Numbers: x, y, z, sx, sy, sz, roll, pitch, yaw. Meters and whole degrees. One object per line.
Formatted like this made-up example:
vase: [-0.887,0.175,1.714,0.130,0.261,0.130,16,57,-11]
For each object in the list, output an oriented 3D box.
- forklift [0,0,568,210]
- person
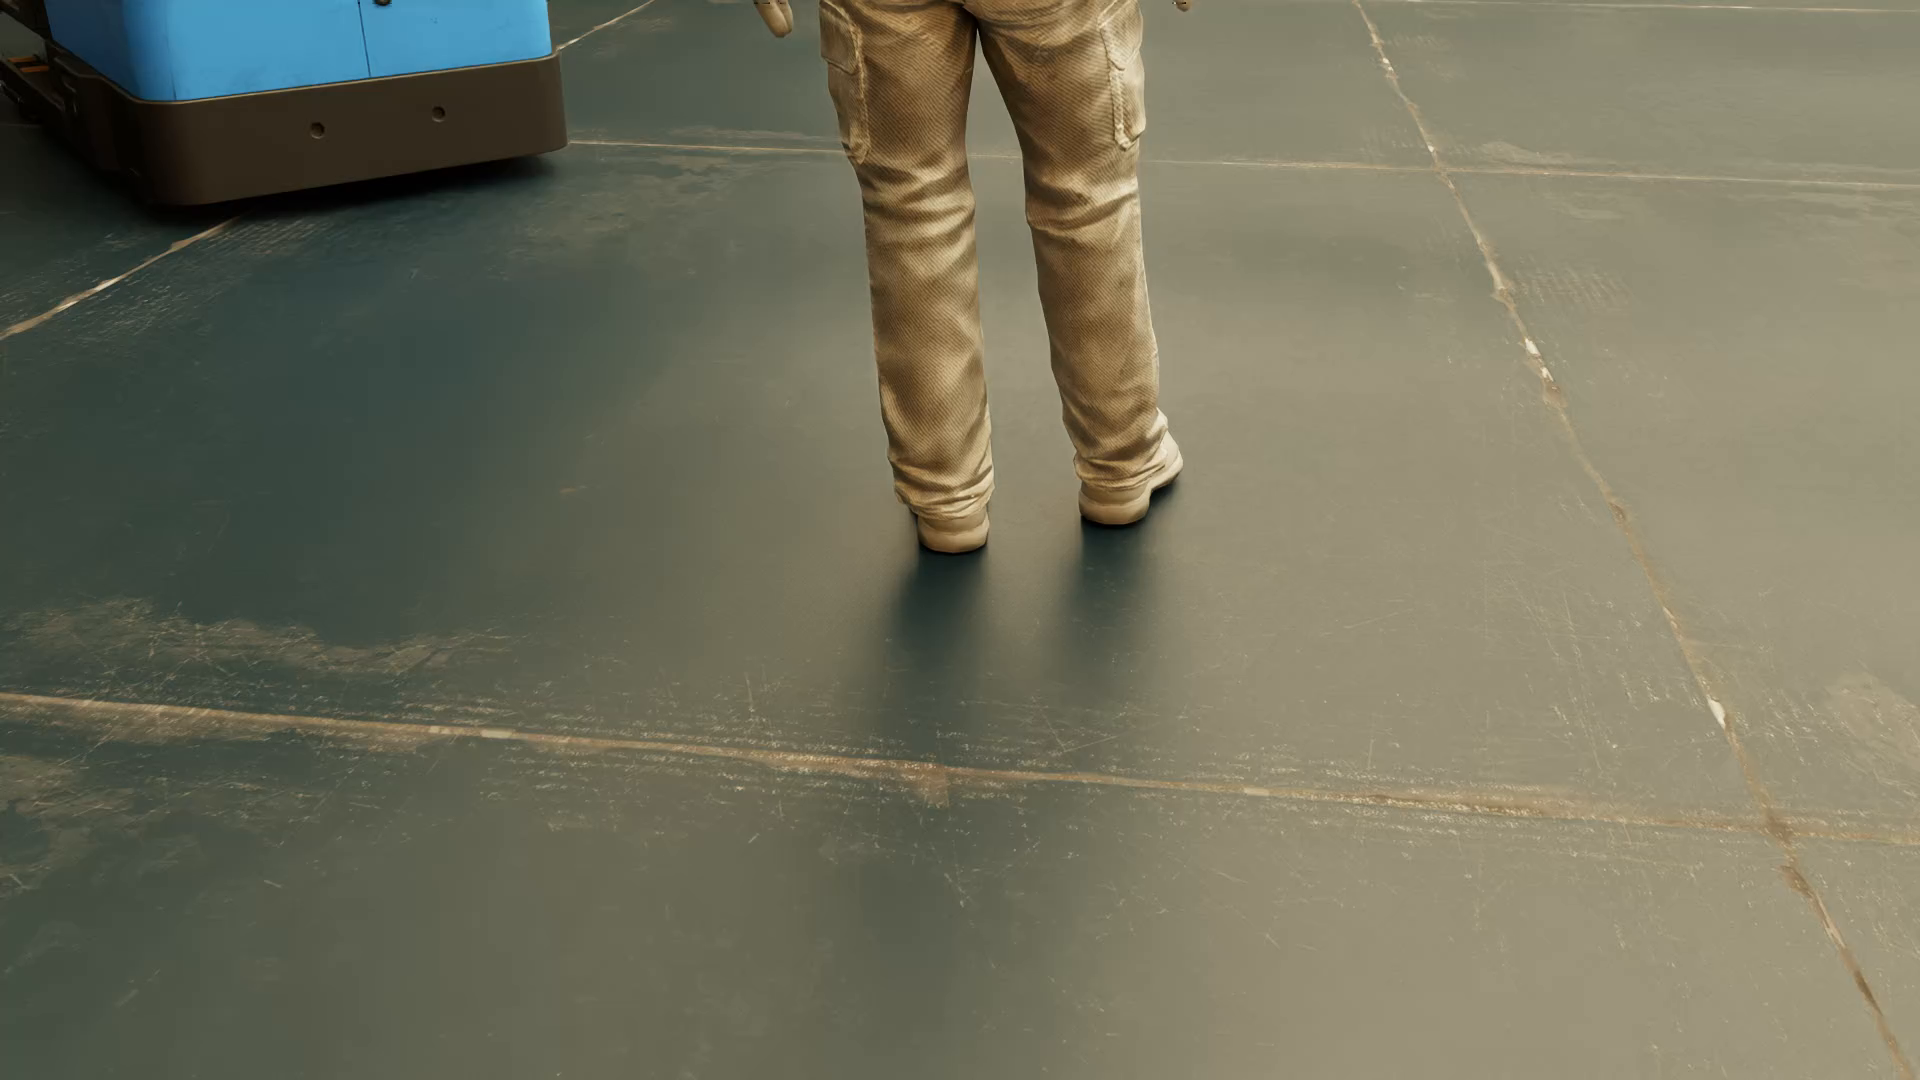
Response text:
forklift: [-2.336,-2.696,4.622,1.130,2.935,3.031,-18,32,-32]
person: [0.017,-0.833,2.164,0.656,1.779,0.575,3,27,7]
